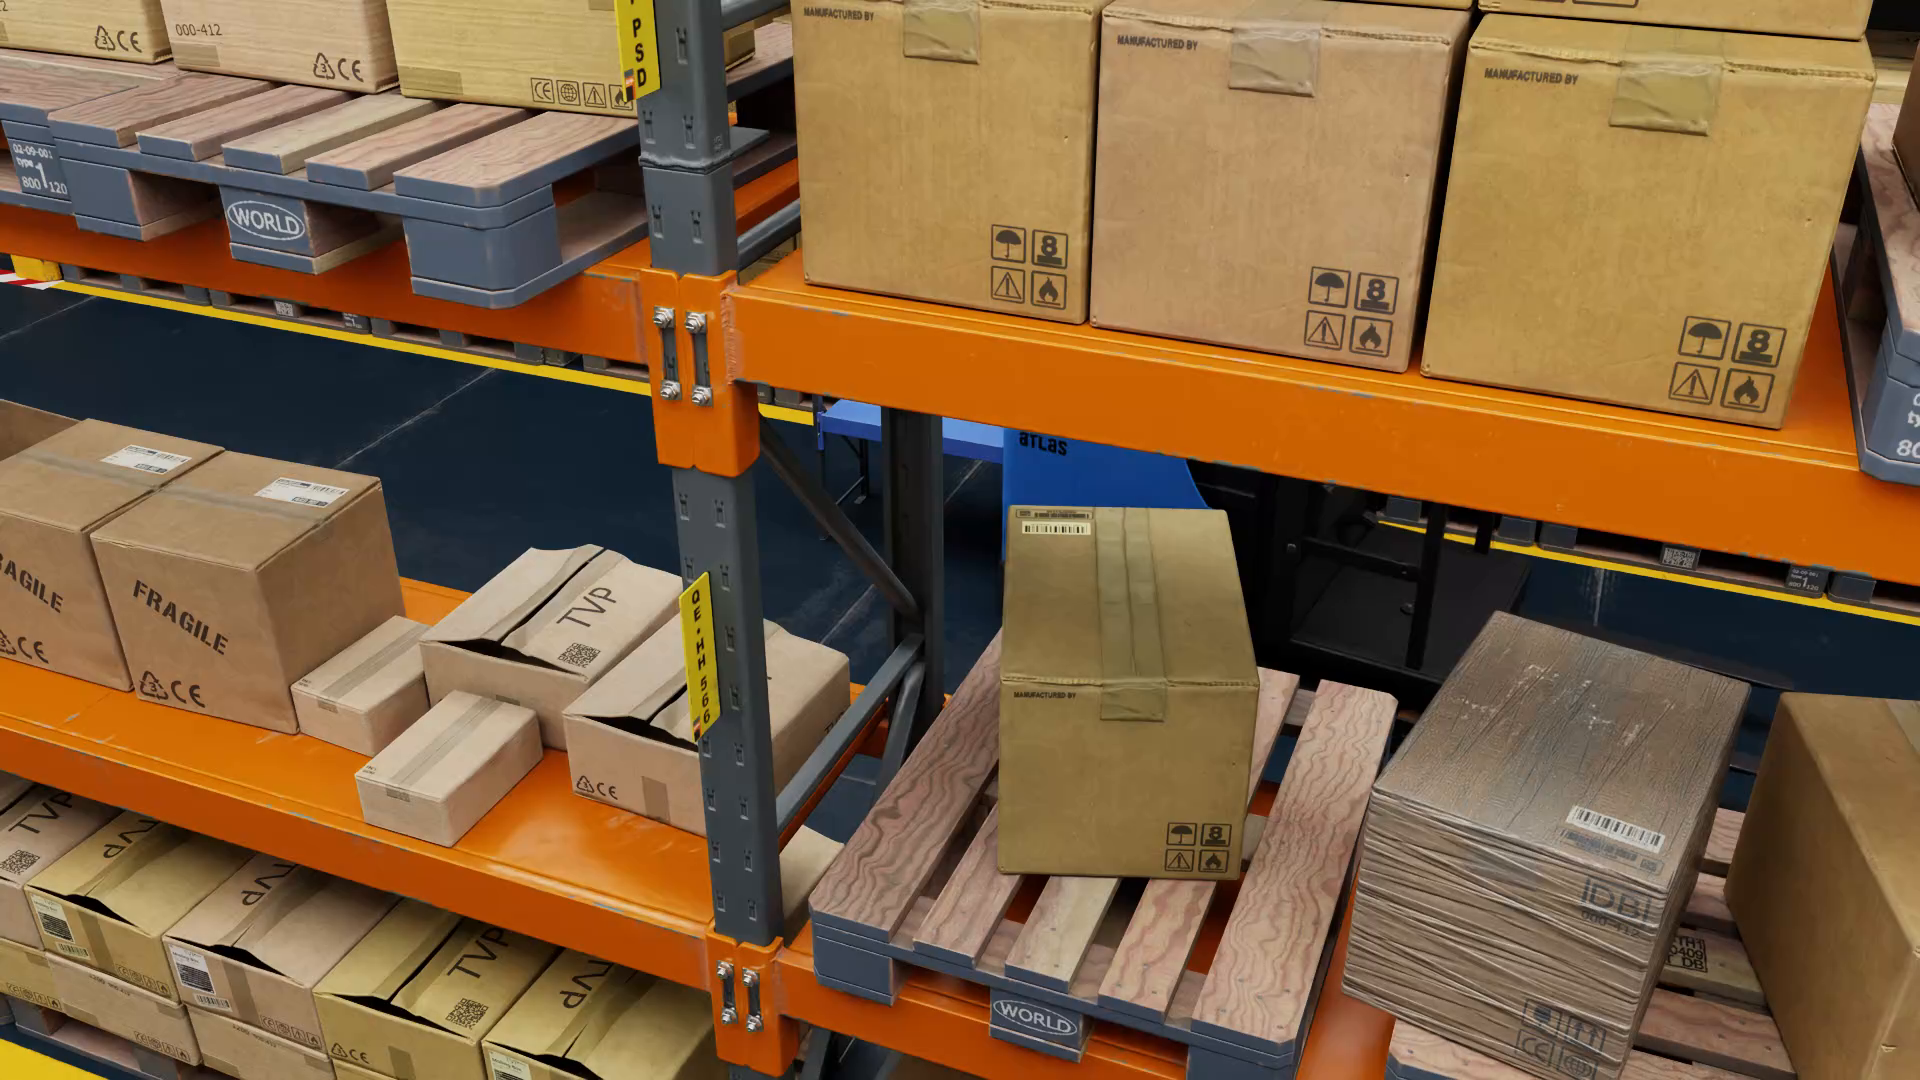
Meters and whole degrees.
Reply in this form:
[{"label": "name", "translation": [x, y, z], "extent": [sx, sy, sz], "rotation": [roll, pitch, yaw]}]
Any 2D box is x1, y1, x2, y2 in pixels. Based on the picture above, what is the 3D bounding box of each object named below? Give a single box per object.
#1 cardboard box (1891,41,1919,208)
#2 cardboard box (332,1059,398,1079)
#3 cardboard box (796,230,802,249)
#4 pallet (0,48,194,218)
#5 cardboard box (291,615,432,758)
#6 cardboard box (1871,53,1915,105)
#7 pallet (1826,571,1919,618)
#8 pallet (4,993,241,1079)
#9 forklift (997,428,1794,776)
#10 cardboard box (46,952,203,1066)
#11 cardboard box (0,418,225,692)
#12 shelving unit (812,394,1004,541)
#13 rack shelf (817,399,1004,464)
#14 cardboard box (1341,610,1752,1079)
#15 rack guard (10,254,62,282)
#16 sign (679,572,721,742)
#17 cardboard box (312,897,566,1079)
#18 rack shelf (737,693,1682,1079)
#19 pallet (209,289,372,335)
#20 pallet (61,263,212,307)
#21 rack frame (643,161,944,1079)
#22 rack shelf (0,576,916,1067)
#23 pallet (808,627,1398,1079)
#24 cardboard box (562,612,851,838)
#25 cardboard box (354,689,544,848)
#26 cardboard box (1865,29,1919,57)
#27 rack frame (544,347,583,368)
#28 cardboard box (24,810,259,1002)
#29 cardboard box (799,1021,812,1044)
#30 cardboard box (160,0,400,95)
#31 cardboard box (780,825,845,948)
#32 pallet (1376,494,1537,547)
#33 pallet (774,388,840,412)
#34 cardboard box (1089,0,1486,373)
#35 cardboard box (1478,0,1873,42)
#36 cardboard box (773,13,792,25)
[{"label": "cardboard box", "translation": [1.747, -0.735, 2.323], "extent": [0.600, 0.600, 0.600], "rotation": [10, 31, 17]}, {"label": "cardboard box", "translation": [-1.341, 1.408, 4.579], "extent": [0.500, 0.250, 0.500], "rotation": [11, 31, 19]}, {"label": "cardboard box", "translation": [-0.549, -1.653, 8.957], "extent": [0.500, 0.250, 0.500], "rotation": [10, 31, 18]}, {"label": "pallet", "translation": [-1.983, -1.041, 3.686], "extent": [1.213, 0.211, 1.003], "rotation": [13, 32, 21]}, {"label": "cardboard box", "translation": [-1.486, 0.372, 4.298], "extent": [0.250, 0.149, 0.380], "rotation": [14, 32, 23]}, {"label": "cardboard box", "translation": [3.811, -1.717, 6.554], "extent": [0.500, 0.250, 0.500], "rotation": [12, 32, 20]}, {"label": "pallet", "translation": [4.539, 0.059, 7.430], "extent": [1.213, 0.211, 1.003], "rotation": [11, 31, 19]}, {"label": "pallet", "translation": [-2.158, 1.291, 5.252], "extent": [1.213, 0.211, 1.003], "rotation": [11, 31, 19]}, {"label": "forklift", "translation": [1.698, -0.764, 6.124], "extent": [3.031, 2.935, 1.130], "rotation": [16, 33, 25]}, {"label": "cardboard box", "translation": [-2.284, 1.219, 4.912], "extent": [0.500, 0.250, 0.500], "rotation": [12, 32, 20]}, {"label": "cardboard box", "translation": [-2.332, 0.029, 4.548], "extent": [0.500, 0.500, 0.500], "rotation": [11, 31, 19]}, {"label": "shelving unit", "translation": [-0.079, -0.669, 7.409], "extent": [1.048, 1.500, 0.538], "rotation": [11, 31, 19]}, {"label": "rack shelf", "translation": [-0.079, -0.512, 7.497], "extent": [1.000, 0.185, 0.538], "rotation": [11, 31, 19]}, {"label": "cardboard box", "translation": [1.119, 0.568, 3.168], "extent": [0.500, 0.500, 0.700], "rotation": [18, 34, 28]}, {"label": "rack guard", "translation": [-5.767, -2.164, 11.070], "extent": [0.348, 0.500, 1.175], "rotation": [11, 31, 19]}, {"label": "sign", "translation": [-0.489, 0.223, 3.131], "extent": [0.005, 0.325, 0.100], "rotation": [11, 31, 19]}, {"label": "cardboard box", "translation": [-1.345, 1.165, 4.437], "extent": [0.500, 0.311, 0.500], "rotation": [11, 31, 18]}, {"label": "rack shelf", "translation": [1.570, 1.156, 3.387], "extent": [4.000, 0.370, 1.077], "rotation": [11, 31, 19]}, {"label": "pallet", "translation": [-3.901, -1.645, 10.446], "extent": [1.213, 0.211, 1.003], "rotation": [11, 31, 19]}, {"label": "pallet", "translation": [-5.027, -1.872, 10.847], "extent": [1.213, 0.211, 1.003], "rotation": [11, 31, 19]}, {"label": "rack frame", "translation": [-0.283, 0.473, 3.864], "extent": [0.127, 3.000, 1.000], "rotation": [11, 31, 19]}, {"label": "rack shelf", "translation": [-2.136, 0.416, 4.696], "extent": [4.000, 0.370, 1.077], "rotation": [11, 31, 19]}, {"label": "pallet", "translation": [0.372, 0.650, 3.746], "extent": [1.003, 0.211, 1.213], "rotation": [11, 31, 19]}, {"label": "cardboard box", "translation": [-0.604, 0.425, 4.041], "extent": [0.500, 0.311, 0.500], "rotation": [13, 32, 22]}, {"label": "cardboard box", "translation": [-1.220, 0.542, 3.998], "extent": [0.250, 0.149, 0.380], "rotation": [11, 31, 19]}, {"label": "cardboard box", "translation": [4.001, -1.942, 6.952], "extent": [0.500, 0.250, 0.500], "rotation": [10, 31, 17]}, {"label": "rack frame", "translation": [-2.130, -2.526, 9.171], "extent": [0.127, 3.000, 1.000], "rotation": [11, 31, 19]}, {"label": "cardboard box", "translation": [-2.275, 0.977, 4.771], "extent": [0.500, 0.311, 0.500], "rotation": [12, 32, 20]}, {"label": "cardboard box", "translation": [-0.658, 1.257, 4.846], "extent": [0.500, 0.250, 0.500], "rotation": [11, 31, 19]}, {"label": "cardboard box", "translation": [-1.217, -1.097, 3.320], "extent": [0.500, 0.250, 0.500], "rotation": [12, 32, 20]}, {"label": "cardboard box", "translation": [-0.658, 1.012, 4.708], "extent": [0.500, 0.311, 0.500], "rotation": [12, 32, 21]}, {"label": "pallet", "translation": [2.278, -0.392, 8.229], "extent": [1.213, 0.211, 1.003], "rotation": [11, 31, 19]}, {"label": "pallet", "translation": [-0.274, -0.944, 9.205], "extent": [1.213, 0.211, 1.003], "rotation": [11, 31, 19]}, {"label": "cardboard box", "translation": [0.607, -0.716, 2.819], "extent": [0.500, 0.500, 0.910], "rotation": [11, 31, 19]}, {"label": "cardboard box", "translation": [1.064, -1.039, 2.374], "extent": [0.500, 0.500, 0.500], "rotation": [11, 31, 19]}, {"label": "cardboard box", "translation": [-0.535, -2.437, 8.465], "extent": [0.500, 0.500, 0.700], "rotation": [16, 33, 26]}]
